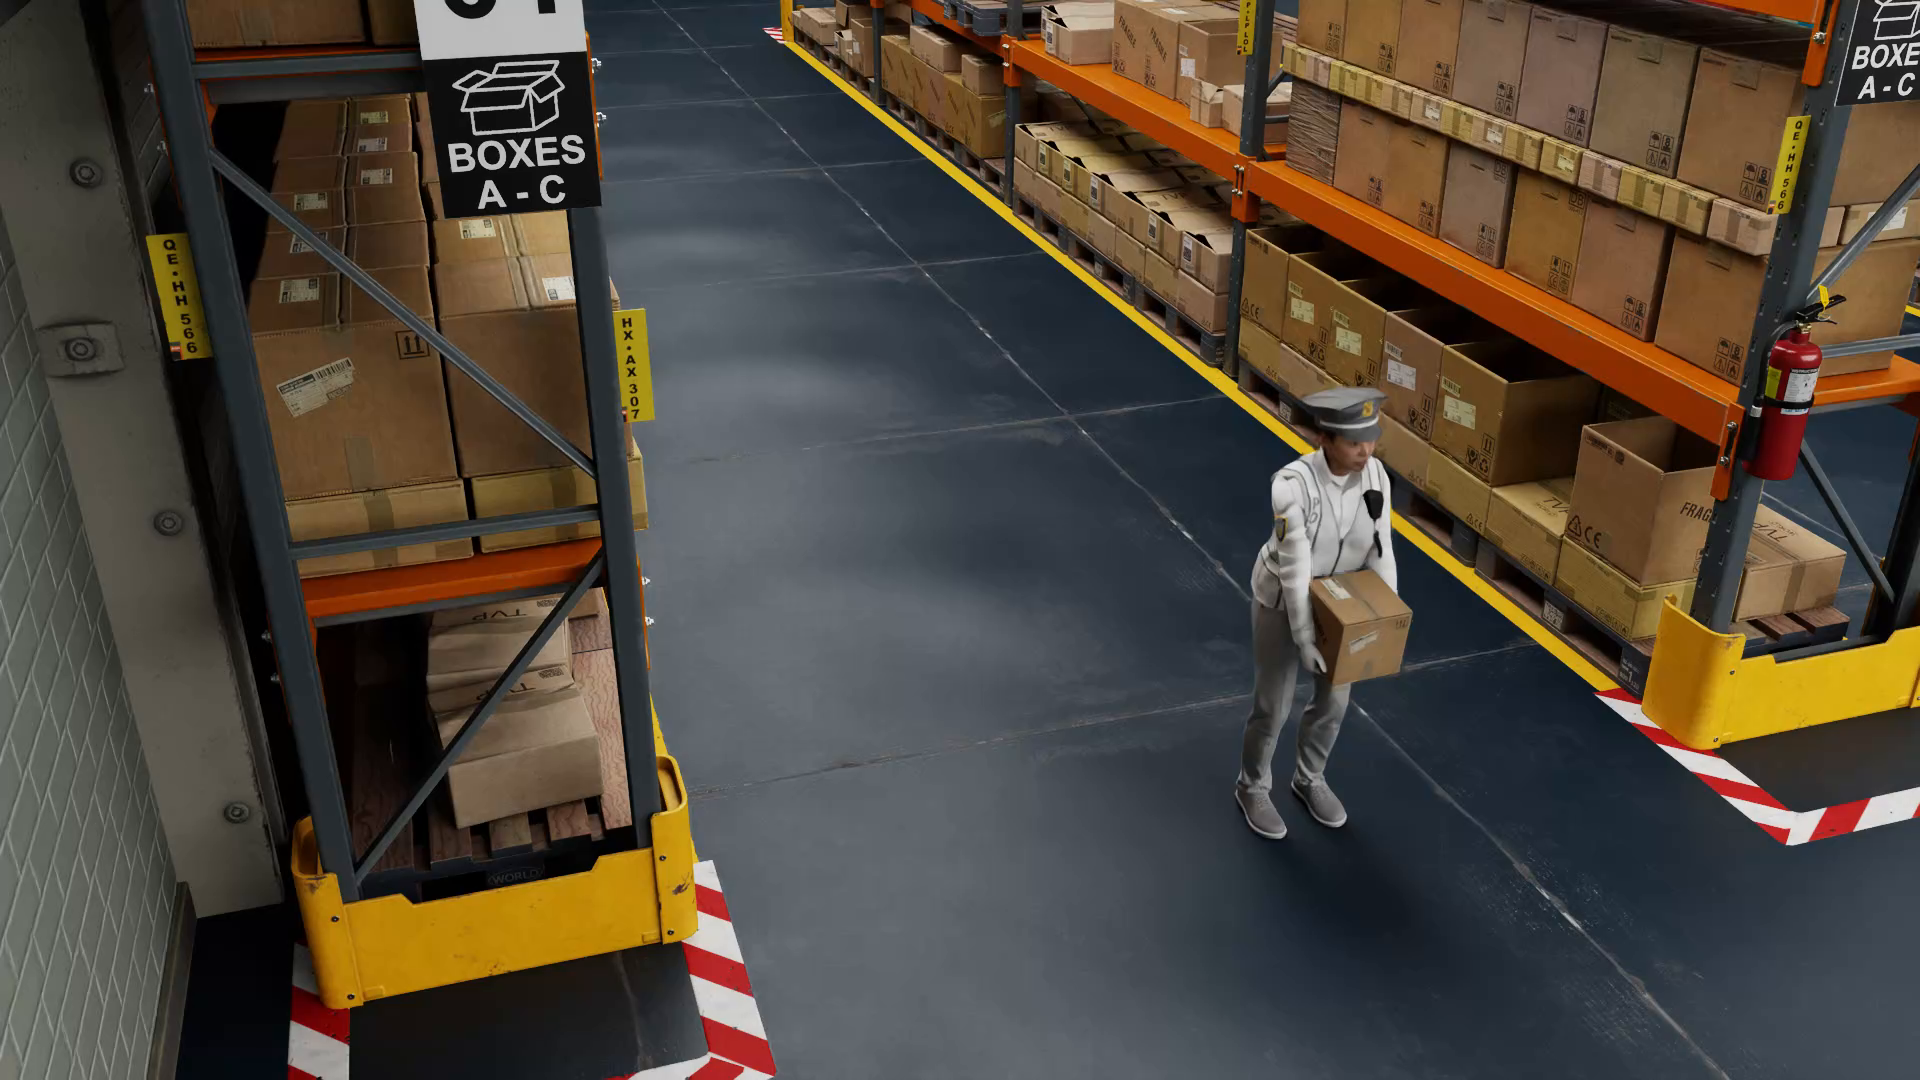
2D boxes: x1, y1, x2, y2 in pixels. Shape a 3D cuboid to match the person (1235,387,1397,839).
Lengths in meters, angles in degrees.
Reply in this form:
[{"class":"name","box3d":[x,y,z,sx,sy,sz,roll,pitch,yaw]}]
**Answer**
[{"class":"person","box3d":[1.222,0.269,5.584,0.415,1.665,0.542,-9,28,-17]}]
